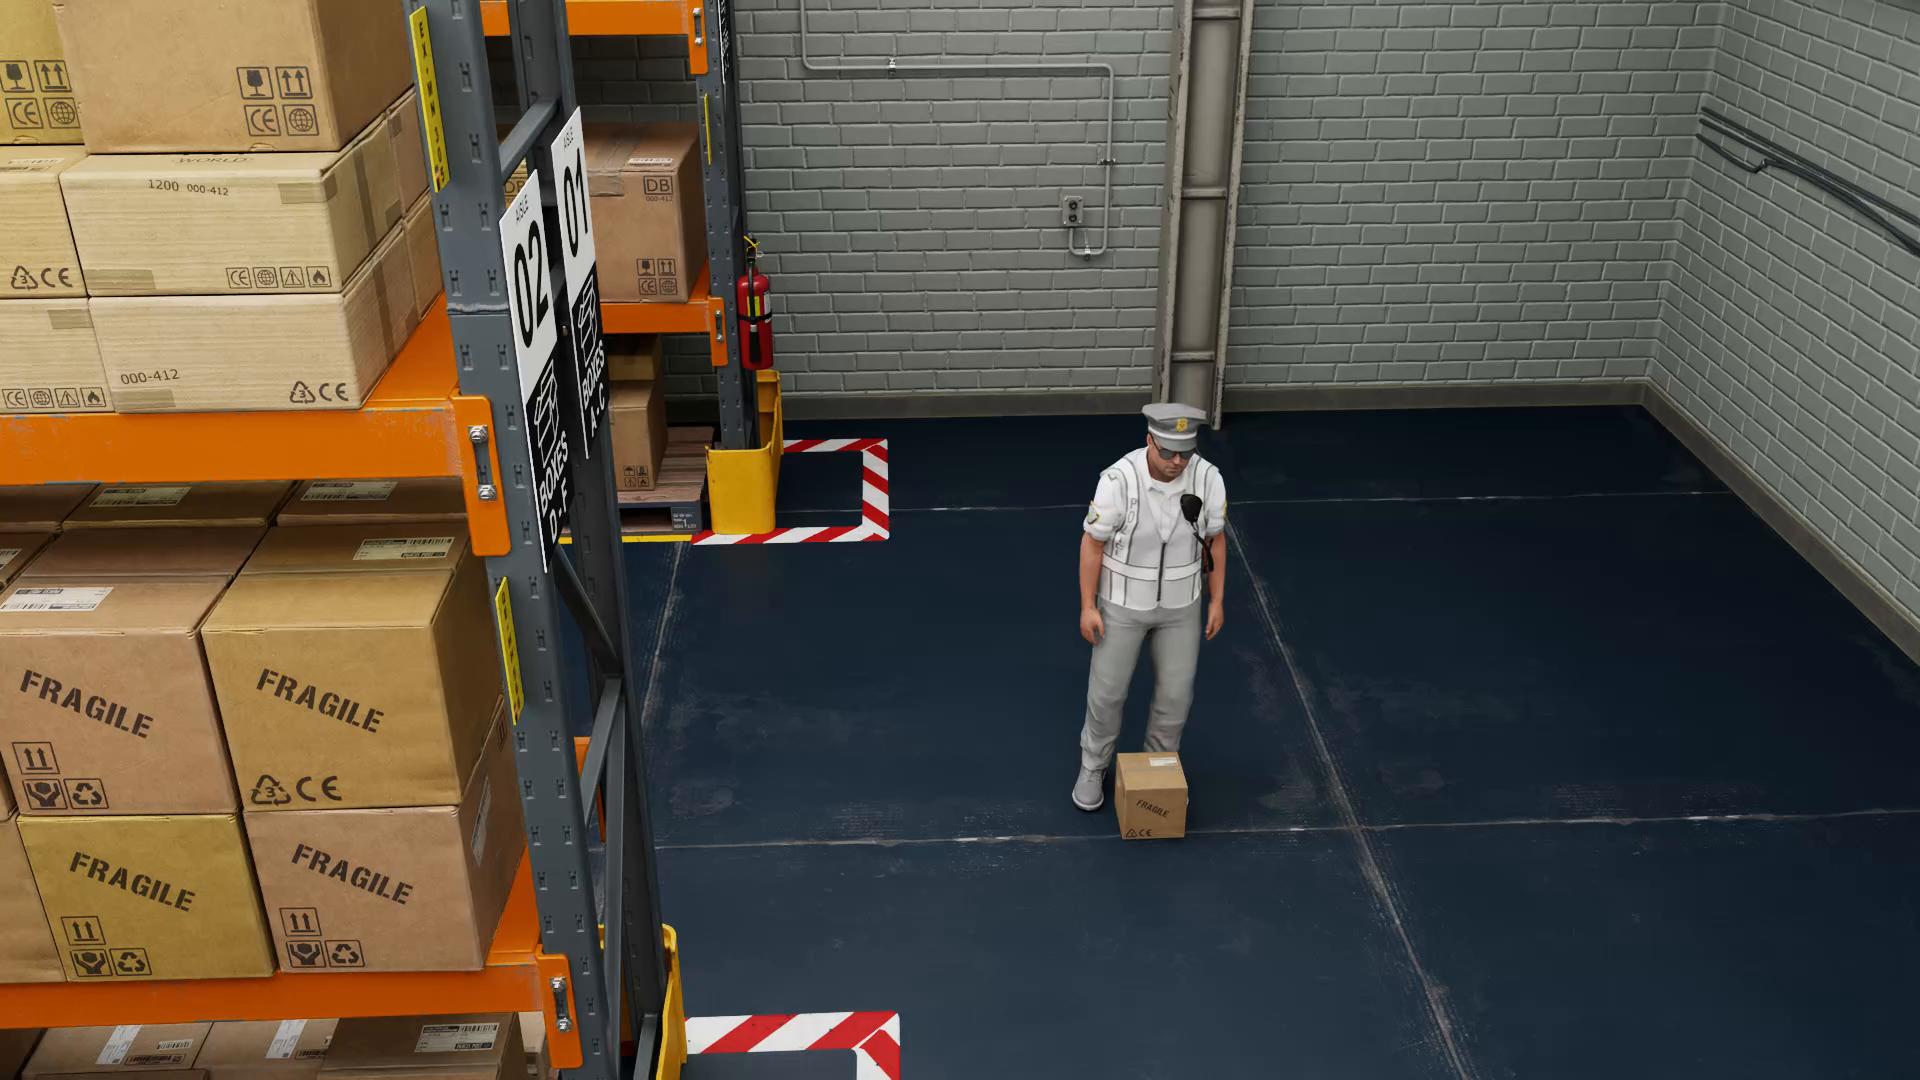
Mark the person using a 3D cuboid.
[{"bbox_3d":[0.759,0.251,6.623,0.606,1.751,0.473,-3,28,-5],"label":"person"}]
